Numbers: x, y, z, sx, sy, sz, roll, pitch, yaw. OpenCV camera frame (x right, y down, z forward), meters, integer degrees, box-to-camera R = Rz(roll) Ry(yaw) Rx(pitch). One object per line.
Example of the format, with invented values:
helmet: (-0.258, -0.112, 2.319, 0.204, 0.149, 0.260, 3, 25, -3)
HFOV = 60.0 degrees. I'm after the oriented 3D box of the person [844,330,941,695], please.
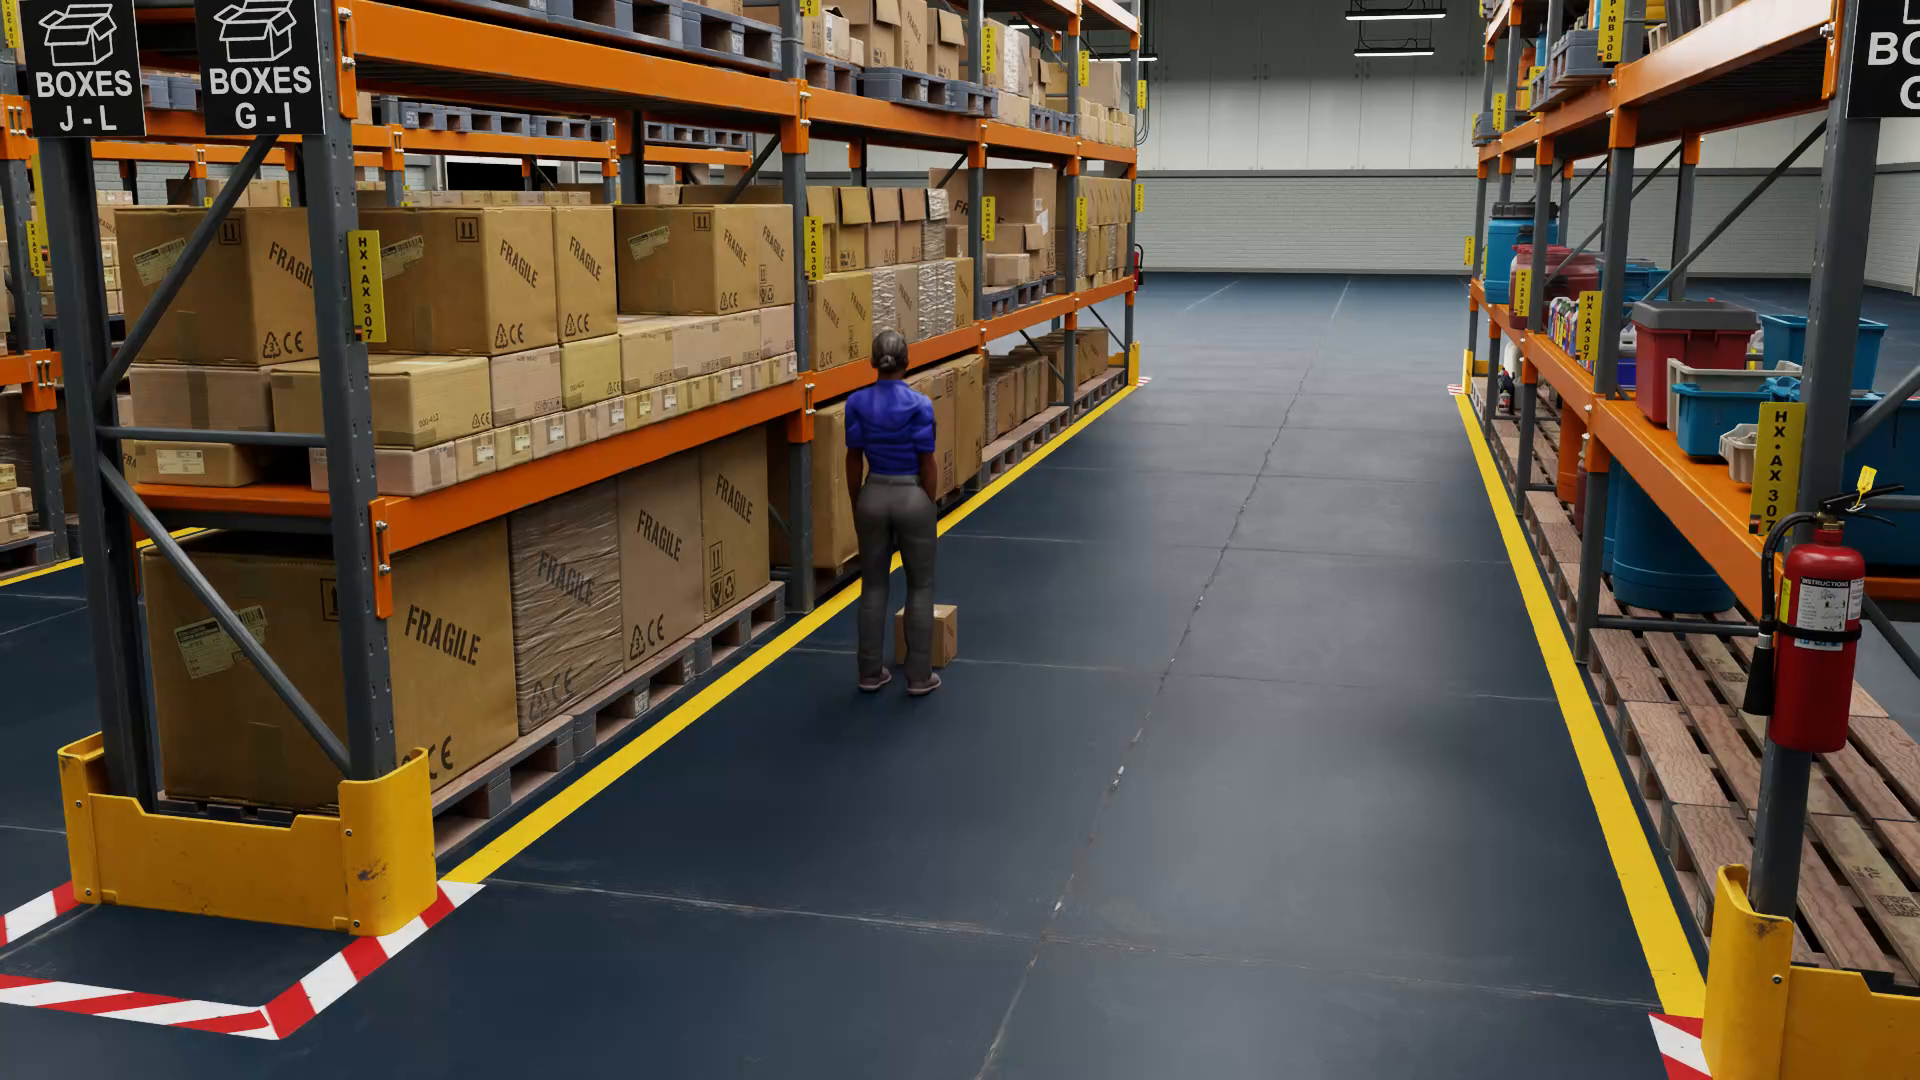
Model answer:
person: (-0.307, -0.124, 7.579, 0.437, 1.658, 0.302, 3, 12, 15)
